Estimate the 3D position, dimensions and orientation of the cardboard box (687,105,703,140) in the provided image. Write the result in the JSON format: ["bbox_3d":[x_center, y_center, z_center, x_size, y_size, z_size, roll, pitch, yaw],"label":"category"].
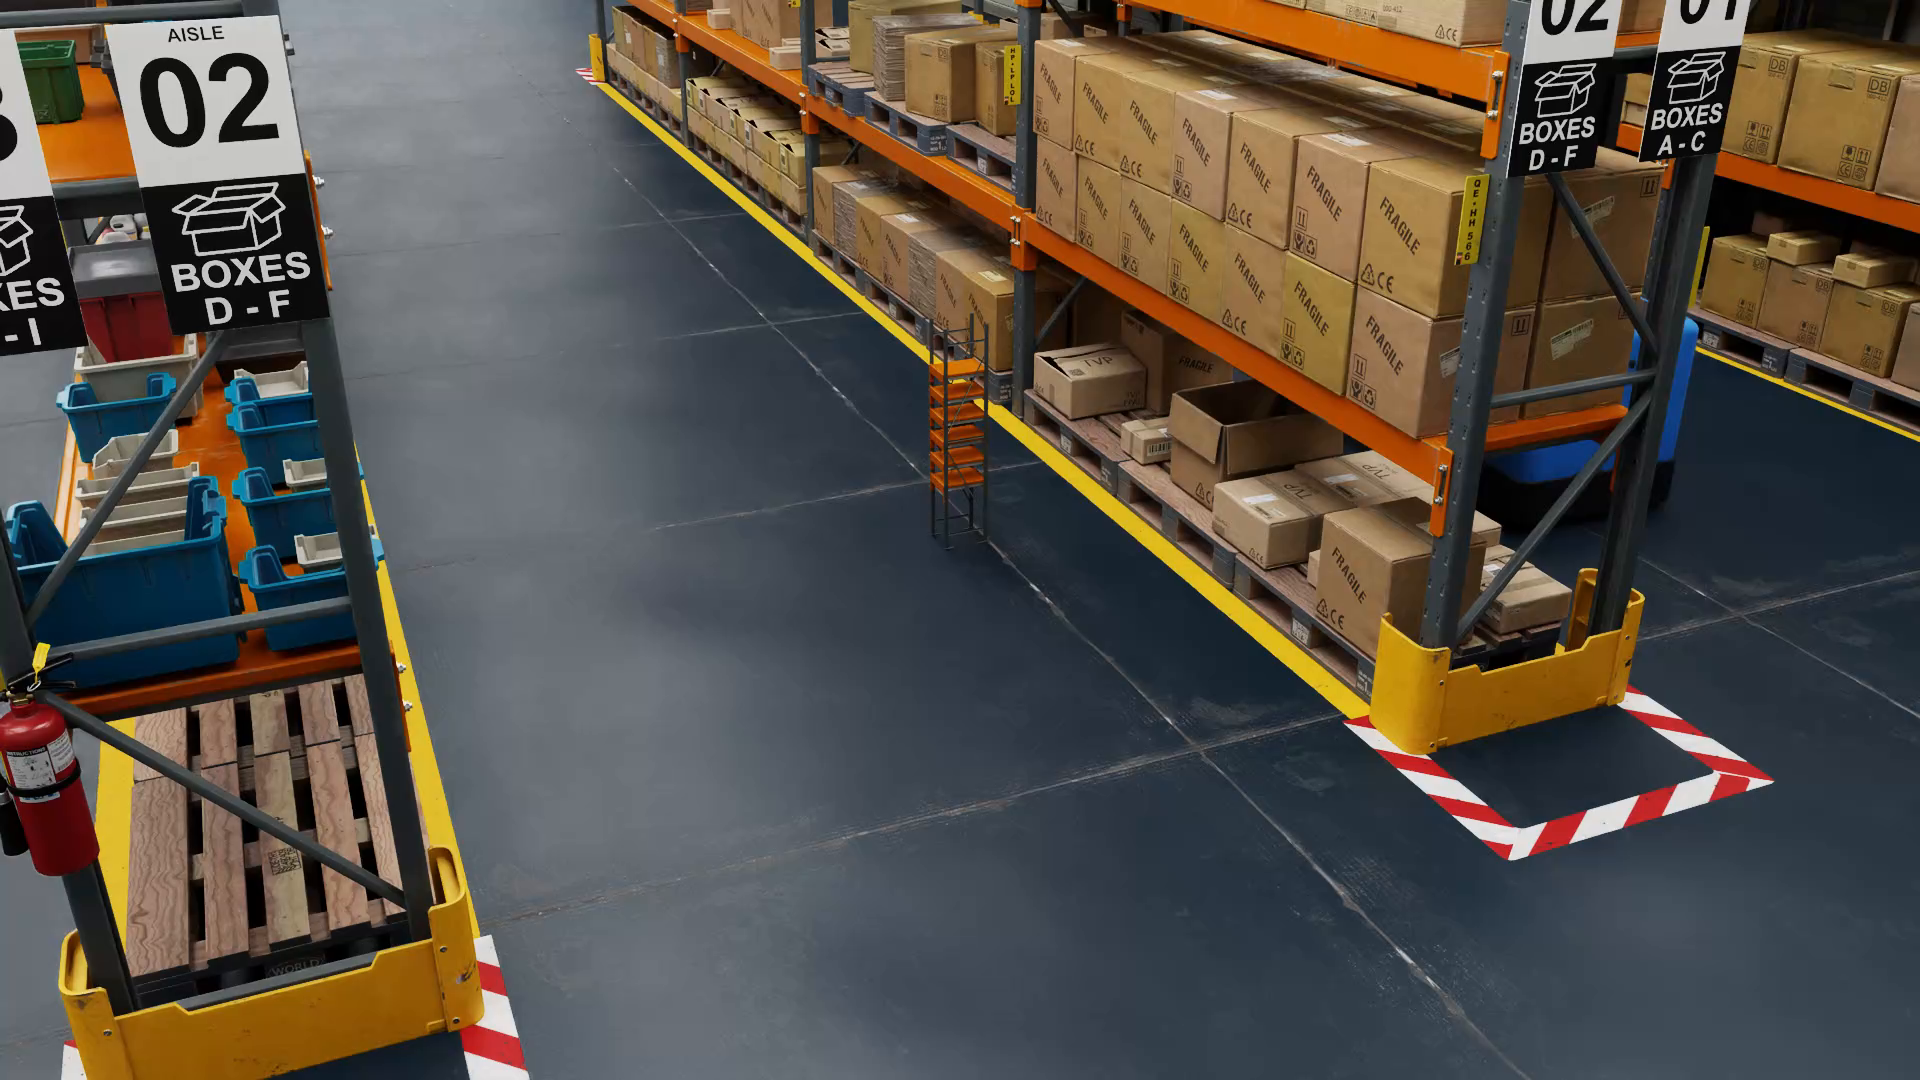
[{"bbox_3d":[-2.397,-4.174,16.536,0.500,0.250,0.500,-11,28,-22],"label":"cardboard box"}]

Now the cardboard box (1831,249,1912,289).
[{"bbox_3d":[5.732,-1.707,10.458,0.380,0.149,0.250,-11,28,-22],"label":"cardboard box"}]

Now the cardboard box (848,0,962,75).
[{"bbox_3d":[-0.410,-3.810,12.543,0.700,0.500,0.500,-22,34,-37],"label":"cardboard box"}]

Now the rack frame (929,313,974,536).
[{"bbox_3d":[-0.042,-0.582,8.574,0.240,1.200,0.006,-11,28,-21],"label":"rack frame"}]

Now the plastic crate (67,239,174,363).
[{"bbox_3d":[-3.634,-0.999,7.237,0.402,0.464,0.583,-11,28,-21],"label":"plastic crate"}]

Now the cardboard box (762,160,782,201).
[{"bbox_3d":[-1.396,-3.143,14.423,0.500,0.250,0.500,-11,28,-21],"label":"cardboard box"}]

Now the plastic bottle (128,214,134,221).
[{"bbox_3d":[-4.414,-1.640,8.746,0.144,0.351,0.185,-11,28,-21],"label":"plastic bottle"}]

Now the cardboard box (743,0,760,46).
[{"bbox_3d":[-1.639,-4.744,14.933,0.500,0.500,0.500,-11,28,-21],"label":"cardboard box"}]

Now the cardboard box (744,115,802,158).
[{"bbox_3d":[-1.597,-3.599,14.718,0.500,0.311,0.500,-11,28,-21],"label":"cardboard box"}]

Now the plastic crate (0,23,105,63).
[{"bbox_3d":[-3.224,-1.753,5.804,0.437,0.136,0.530,-11,28,-21],"label":"plastic crate"}]

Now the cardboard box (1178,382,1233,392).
[{"bbox_3d":[1.492,-0.791,9.699,0.380,0.149,0.250,-11,28,-21],"label":"cardboard box"}]

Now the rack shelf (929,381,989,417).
[{"bbox_3d":[-0.006,-0.721,8.413,0.258,0.103,0.180,-11,28,-21],"label":"rack shelf"}]

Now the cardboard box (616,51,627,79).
[{"bbox_3d":[-3.689,-5.538,19.330,0.500,0.250,0.500,-11,28,-21],"label":"cardboard box"}]

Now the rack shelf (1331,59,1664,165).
[{"bbox_3d":[4.579,-3.534,13.389,1.077,0.370,4.000,-11,28,-21],"label":"rack shelf"}]

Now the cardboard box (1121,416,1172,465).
[{"bbox_3d":[1.119,-0.567,9.221,0.380,0.166,0.250,-11,28,-21],"label":"cardboard box"}]

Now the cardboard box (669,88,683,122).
[{"bbox_3d":[-2.709,-4.529,17.263,0.500,0.250,0.500,-11,28,-21],"label":"cardboard box"}]

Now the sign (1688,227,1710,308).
[{"bbox_3d":[2.872,-1.064,6.524,0.100,0.325,0.005,-11,28,-21],"label":"sign"}]

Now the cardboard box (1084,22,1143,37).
[{"bbox_3d":[1.787,-5.766,19.488,0.500,0.500,0.500,-13,29,-24],"label":"cardboard box"}]

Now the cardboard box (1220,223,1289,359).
[{"bbox_3d":[1.550,-1.172,7.618,0.500,0.500,0.500,-10,28,-20],"label":"cardboard box"}]

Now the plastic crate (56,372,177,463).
[{"bbox_3d":[-3.227,-0.469,6.415,0.416,0.233,0.300,-11,28,-21],"label":"plastic crate"}]

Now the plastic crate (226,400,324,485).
[{"bbox_3d":[-2.496,-0.372,6.216,0.416,0.233,0.300,-11,28,-21],"label":"plastic crate"}]

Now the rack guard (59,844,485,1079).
[{"bbox_3d":[-2.165,1.398,5.316,1.175,0.500,0.348,-11,28,-21],"label":"rack guard"}]

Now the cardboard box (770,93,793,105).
[{"bbox_3d":[-1.502,-4.107,15.758,0.500,0.311,0.500,-11,28,-21],"label":"cardboard box"}]

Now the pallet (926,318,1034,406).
[{"bbox_3d":[0.453,-1.266,11.102,1.003,0.211,1.213,-11,28,-21],"label":"pallet"}]

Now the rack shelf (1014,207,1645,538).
[{"bbox_3d":[1.589,-1.066,8.335,1.077,0.370,4.000,-11,28,-21],"label":"rack shelf"}]

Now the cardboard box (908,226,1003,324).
[{"bbox_3d":[-0.033,-1.825,11.416,0.500,0.500,0.500,-10,28,-20],"label":"cardboard box"}]

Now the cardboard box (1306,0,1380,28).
[{"bbox_3d":[1.743,-2.228,6.647,0.500,0.250,0.500,-11,28,-21],"label":"cardboard box"}]

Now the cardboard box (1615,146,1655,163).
[{"bbox_3d":[4.989,-2.512,12.448,0.750,0.750,0.750,-10,28,-20],"label":"cardboard box"}]

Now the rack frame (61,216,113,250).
[{"bbox_3d":[-3.753,-1.347,8.091,1.000,3.000,0.127,-11,28,-21],"label":"rack frame"}]

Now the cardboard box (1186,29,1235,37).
[{"bbox_3d":[2.709,-5.219,17.513,0.500,0.250,0.500,-11,28,-22],"label":"cardboard box"}]

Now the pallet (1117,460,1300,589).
[{"bbox_3d":[1.556,-0.173,8.864,1.003,0.211,1.213,-11,28,-21],"label":"pallet"}]

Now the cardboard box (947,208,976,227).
[{"bbox_3d":[0.236,-2.129,12.039,0.500,0.500,0.500,-12,28,-23],"label":"cardboard box"}]

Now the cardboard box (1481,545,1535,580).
[{"bbox_3d":[2.427,0.164,7.722,0.380,0.166,0.250,-11,28,-21],"label":"cardboard box"}]

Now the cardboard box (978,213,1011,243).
[{"bbox_3d":[0.449,-2.249,11.431,0.500,0.250,0.500,-11,28,-20],"label":"cardboard box"}]

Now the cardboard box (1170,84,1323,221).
[{"bbox_3d":[1.338,-1.828,7.822,0.500,0.500,0.500,-10,28,-19],"label":"cardboard box"}]

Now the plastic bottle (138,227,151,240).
[{"bbox_3d":[-4.240,-1.538,8.708,0.097,0.201,0.097,0,26,0],"label":"plastic bottle"}]

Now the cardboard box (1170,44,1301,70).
[{"bbox_3d":[1.446,-2.325,8.840,0.500,0.500,0.500,-11,28,-22],"label":"cardboard box"}]

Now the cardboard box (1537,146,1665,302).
[{"bbox_3d":[2.441,-1.301,6.742,0.500,0.500,0.500,-10,28,-19],"label":"cardboard box"}]

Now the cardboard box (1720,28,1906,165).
[{"bbox_3d":[5.560,-2.963,11.057,0.980,0.700,0.700,-10,28,-20],"label":"cardboard box"}]

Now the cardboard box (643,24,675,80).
[{"bbox_3d":[-3.094,-5.271,17.928,0.500,0.500,0.500,-11,28,-21],"label":"cardboard box"}]

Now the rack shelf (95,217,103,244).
[{"bbox_3d":[-4.536,-1.831,9.902,1.077,0.370,4.000,-11,28,-21],"label":"rack shelf"}]

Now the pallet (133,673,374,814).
[{"bbox_3d":[-2.948,0.689,7.098,1.003,0.211,1.213,-11,28,-21],"label":"pallet"}]

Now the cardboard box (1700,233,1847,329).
[{"bbox_3d":[5.561,-1.795,11.379,0.700,0.500,0.500,-10,28,-20],"label":"cardboard box"}]

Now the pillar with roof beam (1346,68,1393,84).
[{"bbox_3d":[0.122,-7.294,13.432,9.100,9.000,0.400,-11,28,-21],"label":"pillar with roof beam"}]

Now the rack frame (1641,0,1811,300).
[{"bbox_3d":[5.363,-3.050,11.577,1.000,3.000,0.127,-11,28,-21],"label":"rack frame"}]

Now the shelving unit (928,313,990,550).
[{"bbox_3d":[-0.006,-0.545,8.499,0.258,1.200,0.189,-11,28,-21],"label":"shelving unit"}]

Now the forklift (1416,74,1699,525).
[{"bbox_3d":[2.898,-2.022,9.551,1.130,2.935,3.031,-9,27,-17],"label":"forklift"}]

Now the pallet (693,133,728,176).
[{"bbox_3d":[-2.002,-3.883,16.462,1.003,0.211,1.213,-11,28,-21],"label":"pallet"}]

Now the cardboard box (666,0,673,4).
[{"bbox_3d":[-2.719,-5.861,17.222,0.700,0.500,0.500,-11,28,-21],"label":"cardboard box"}]

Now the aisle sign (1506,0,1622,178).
[{"bbox_3d":[2.117,-1.670,5.789,0.394,0.787,0.004,-11,28,-21],"label":"aisle sign"}]
